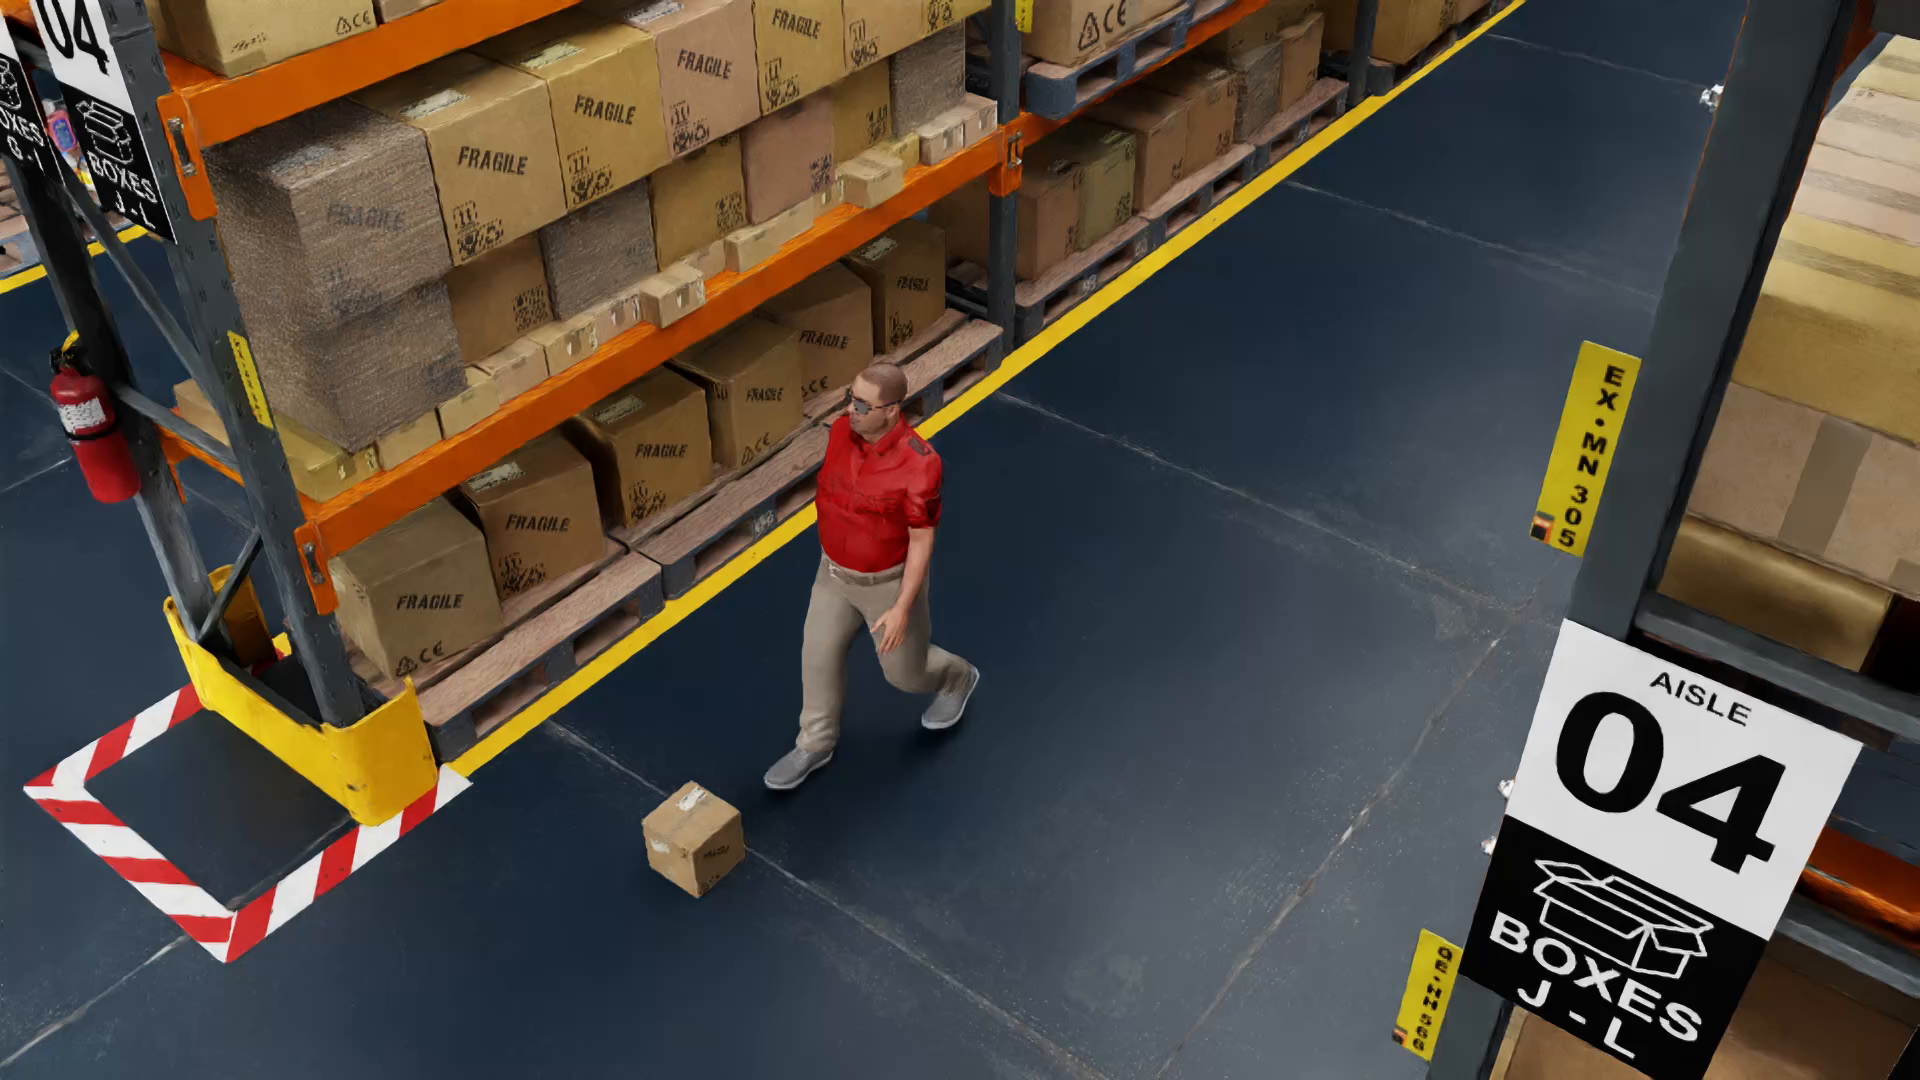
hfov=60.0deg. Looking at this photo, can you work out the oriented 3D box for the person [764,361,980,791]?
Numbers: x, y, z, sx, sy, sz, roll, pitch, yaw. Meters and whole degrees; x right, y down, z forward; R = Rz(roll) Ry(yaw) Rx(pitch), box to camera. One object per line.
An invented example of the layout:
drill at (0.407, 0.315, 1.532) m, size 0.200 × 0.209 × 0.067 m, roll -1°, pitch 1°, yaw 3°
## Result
person at (-0.341, 0.148, 5.983) m, size 0.534 × 1.690 × 0.898 m, roll 26°, pitch 45°, yaw 29°
